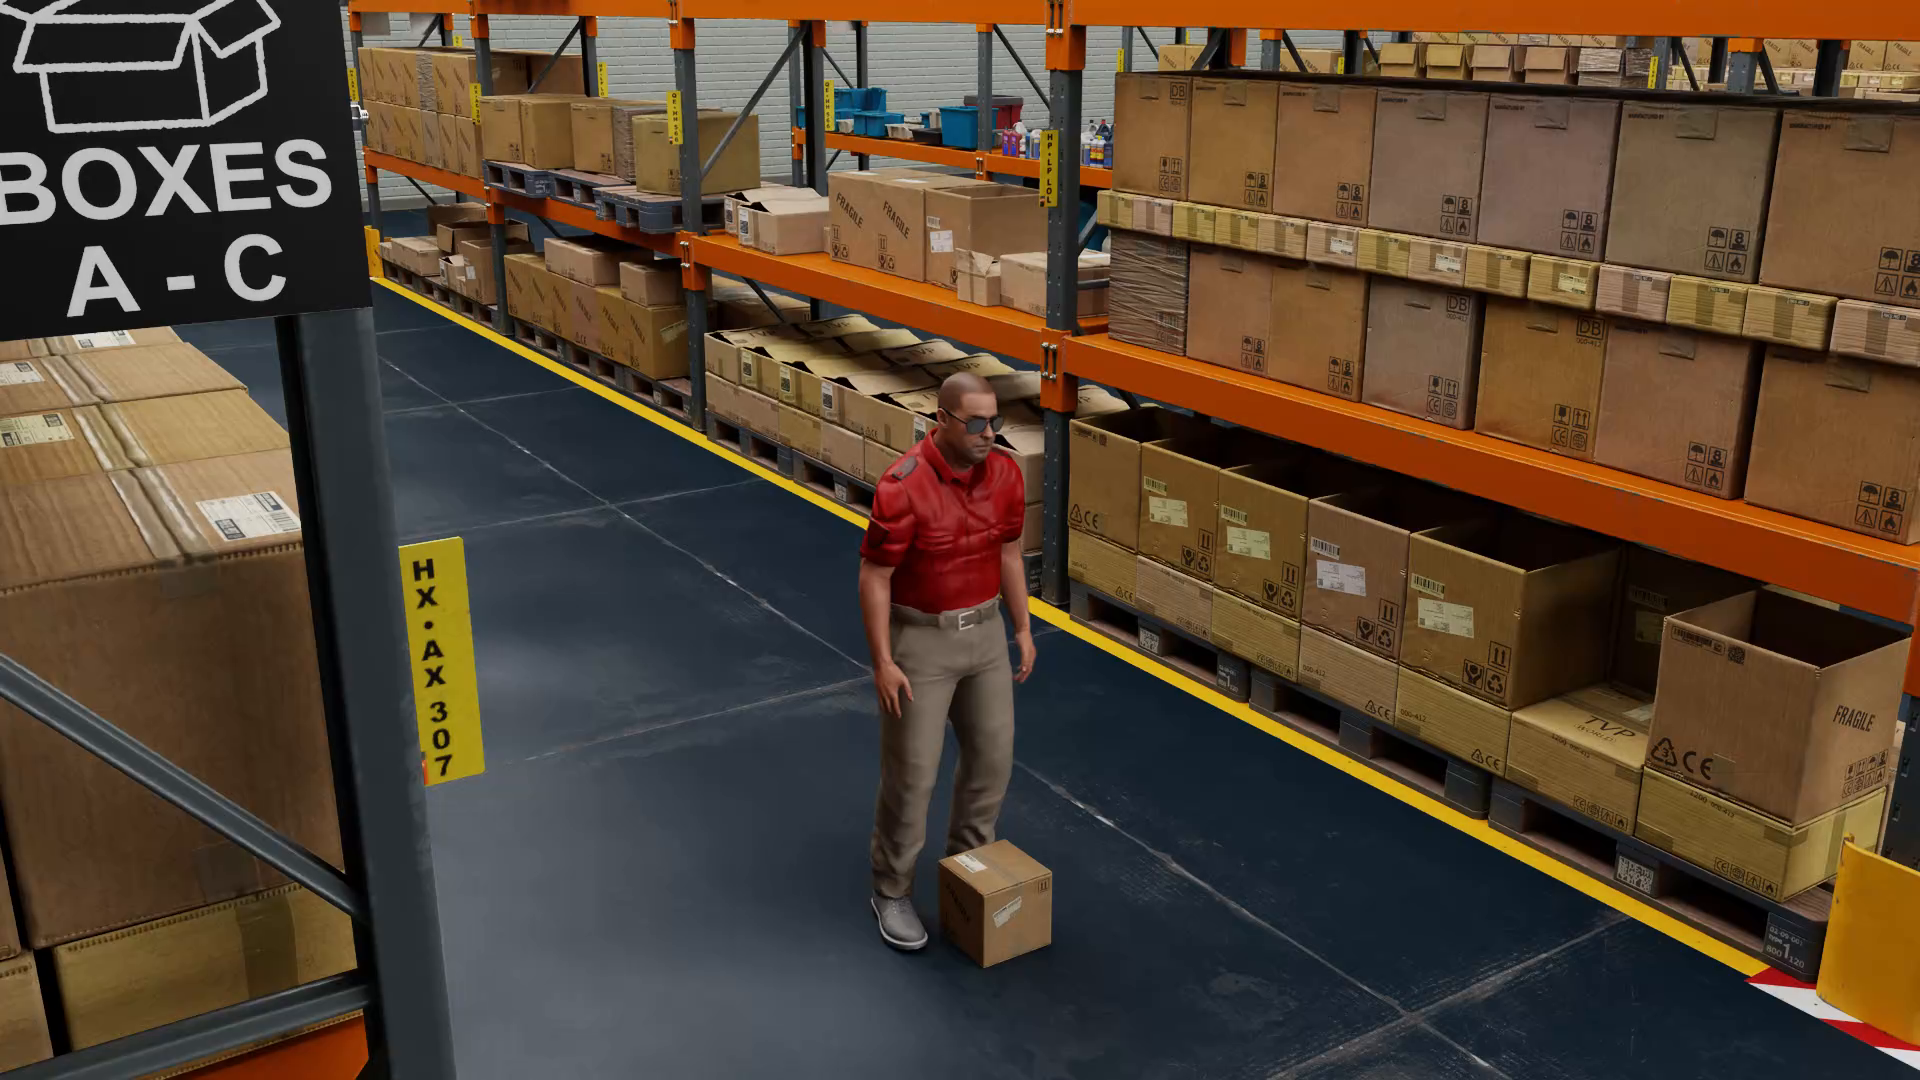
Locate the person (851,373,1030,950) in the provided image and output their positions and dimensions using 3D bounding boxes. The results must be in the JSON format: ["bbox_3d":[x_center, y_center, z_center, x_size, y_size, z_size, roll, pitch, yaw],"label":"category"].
[{"bbox_3d":[-0.044,0.338,5.034,0.586,1.726,0.396,-11,21,-31],"label":"person"}]
